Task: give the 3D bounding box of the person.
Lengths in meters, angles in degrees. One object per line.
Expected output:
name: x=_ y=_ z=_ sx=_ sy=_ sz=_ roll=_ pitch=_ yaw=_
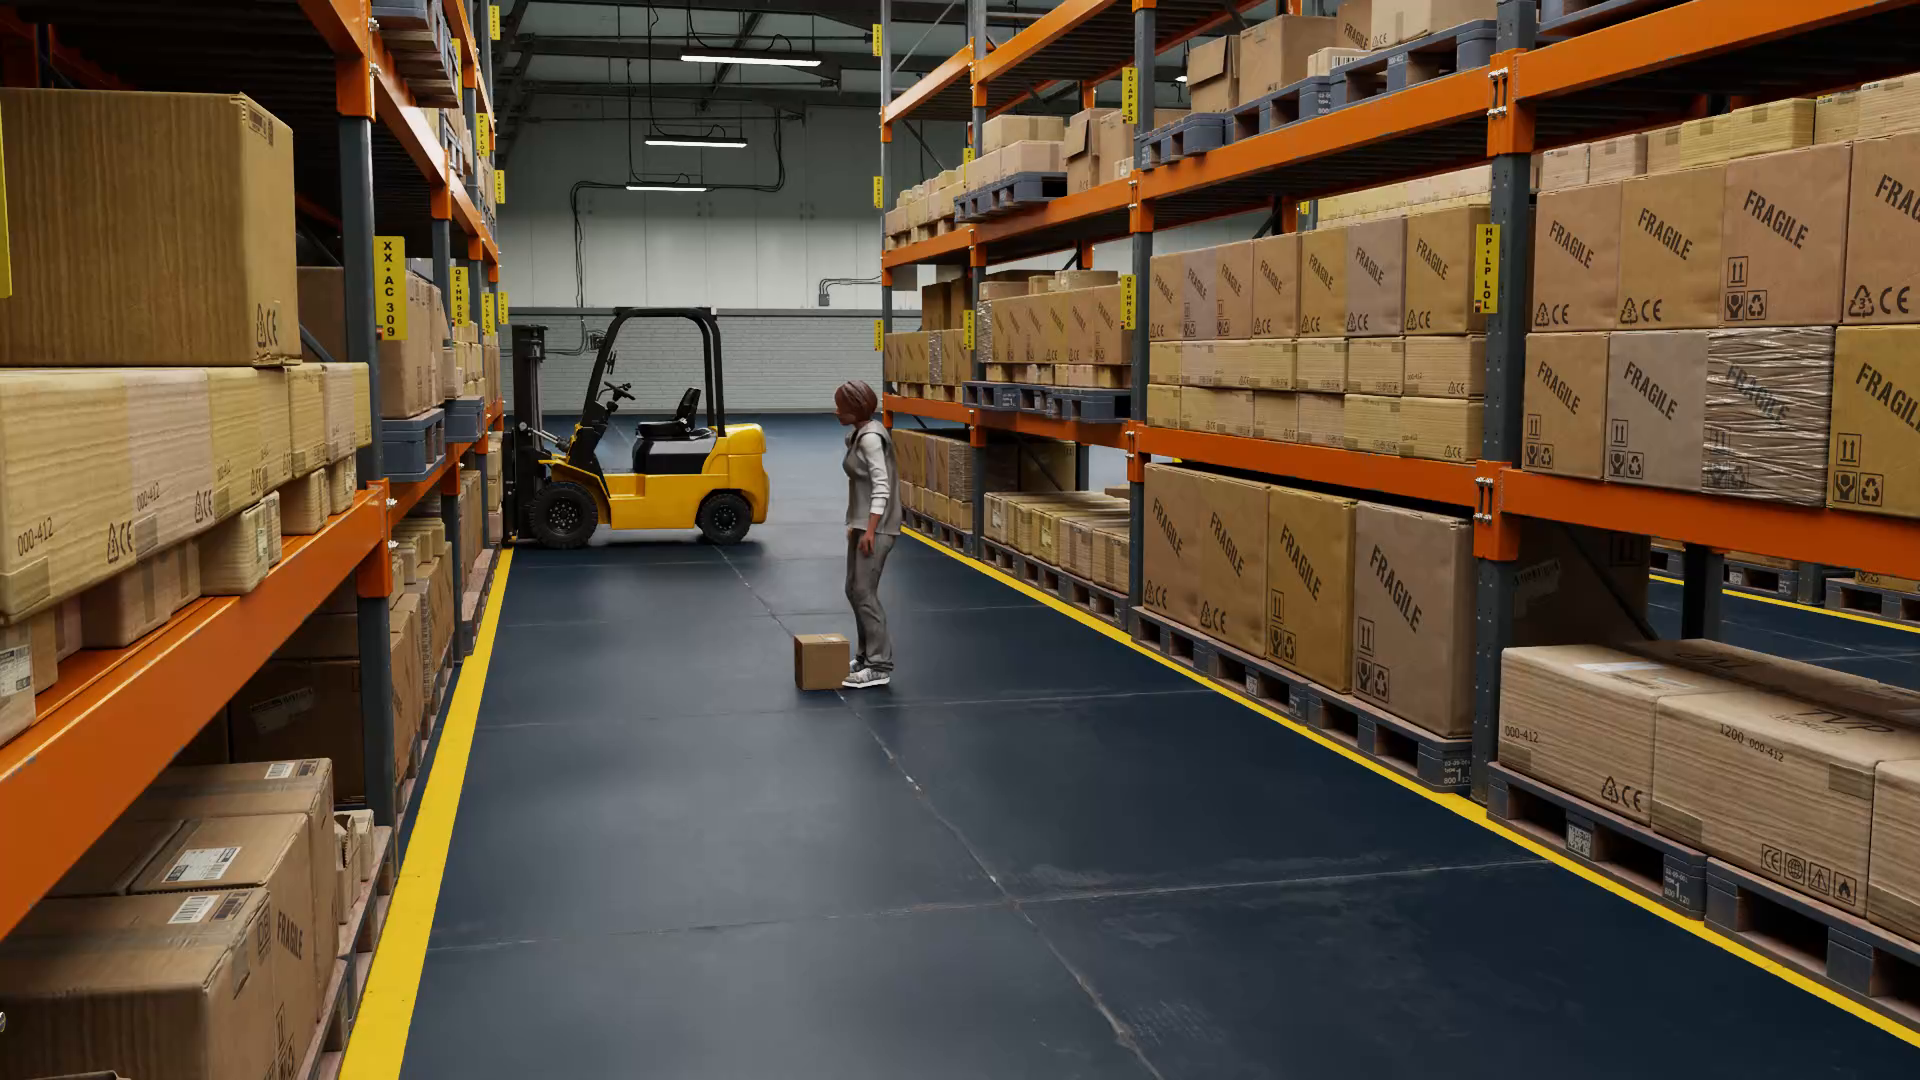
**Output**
person: x=-0.487 y=-0.037 z=8.719 sx=0.344 sy=1.591 sz=0.462 roll=-2 pitch=7 yaw=-16
